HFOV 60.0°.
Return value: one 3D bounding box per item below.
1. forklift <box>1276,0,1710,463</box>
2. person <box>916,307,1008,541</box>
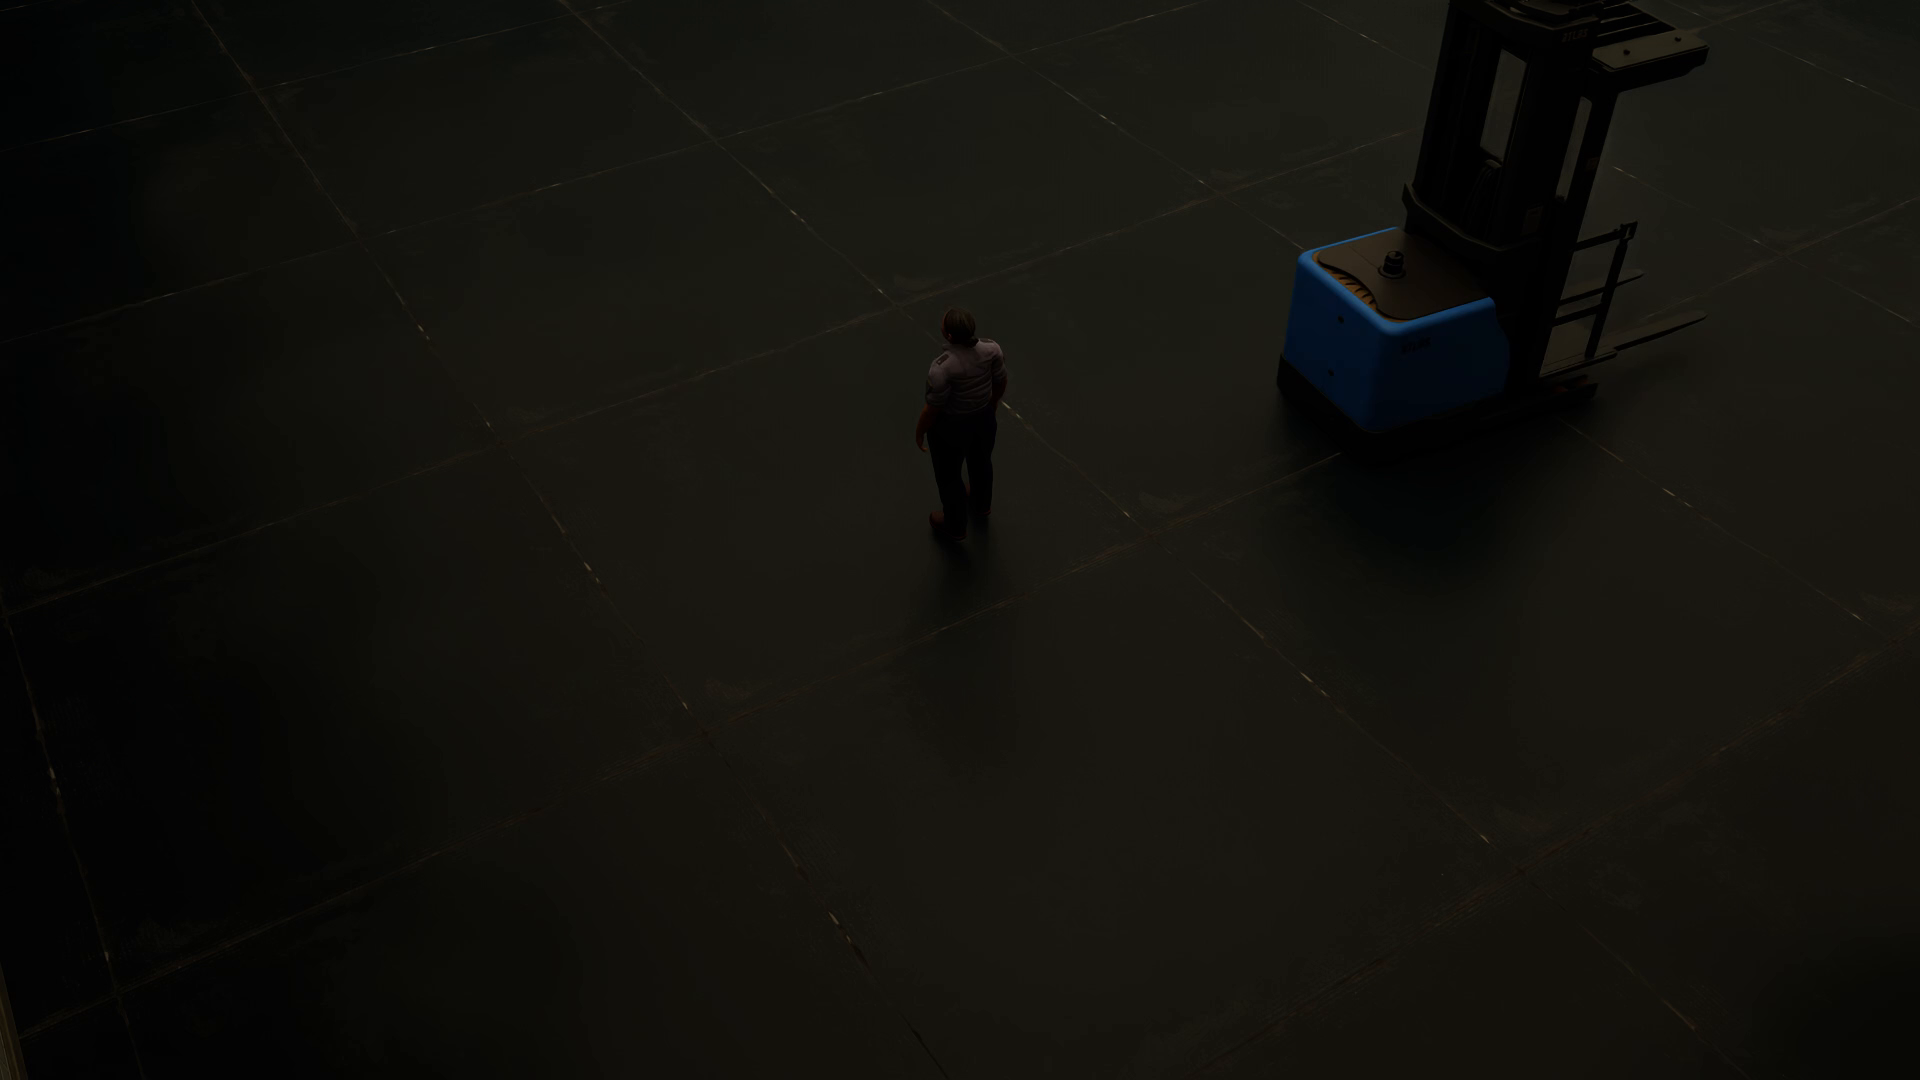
[{"bbox_3d":[3.685,-2.258,10.455,3.031,2.935,1.130,-18,44,-19],"label":"forklift"},{"bbox_3d":[-0.029,-0.714,9.592,0.598,1.651,0.502,-23,46,-24],"label":"person"}]
